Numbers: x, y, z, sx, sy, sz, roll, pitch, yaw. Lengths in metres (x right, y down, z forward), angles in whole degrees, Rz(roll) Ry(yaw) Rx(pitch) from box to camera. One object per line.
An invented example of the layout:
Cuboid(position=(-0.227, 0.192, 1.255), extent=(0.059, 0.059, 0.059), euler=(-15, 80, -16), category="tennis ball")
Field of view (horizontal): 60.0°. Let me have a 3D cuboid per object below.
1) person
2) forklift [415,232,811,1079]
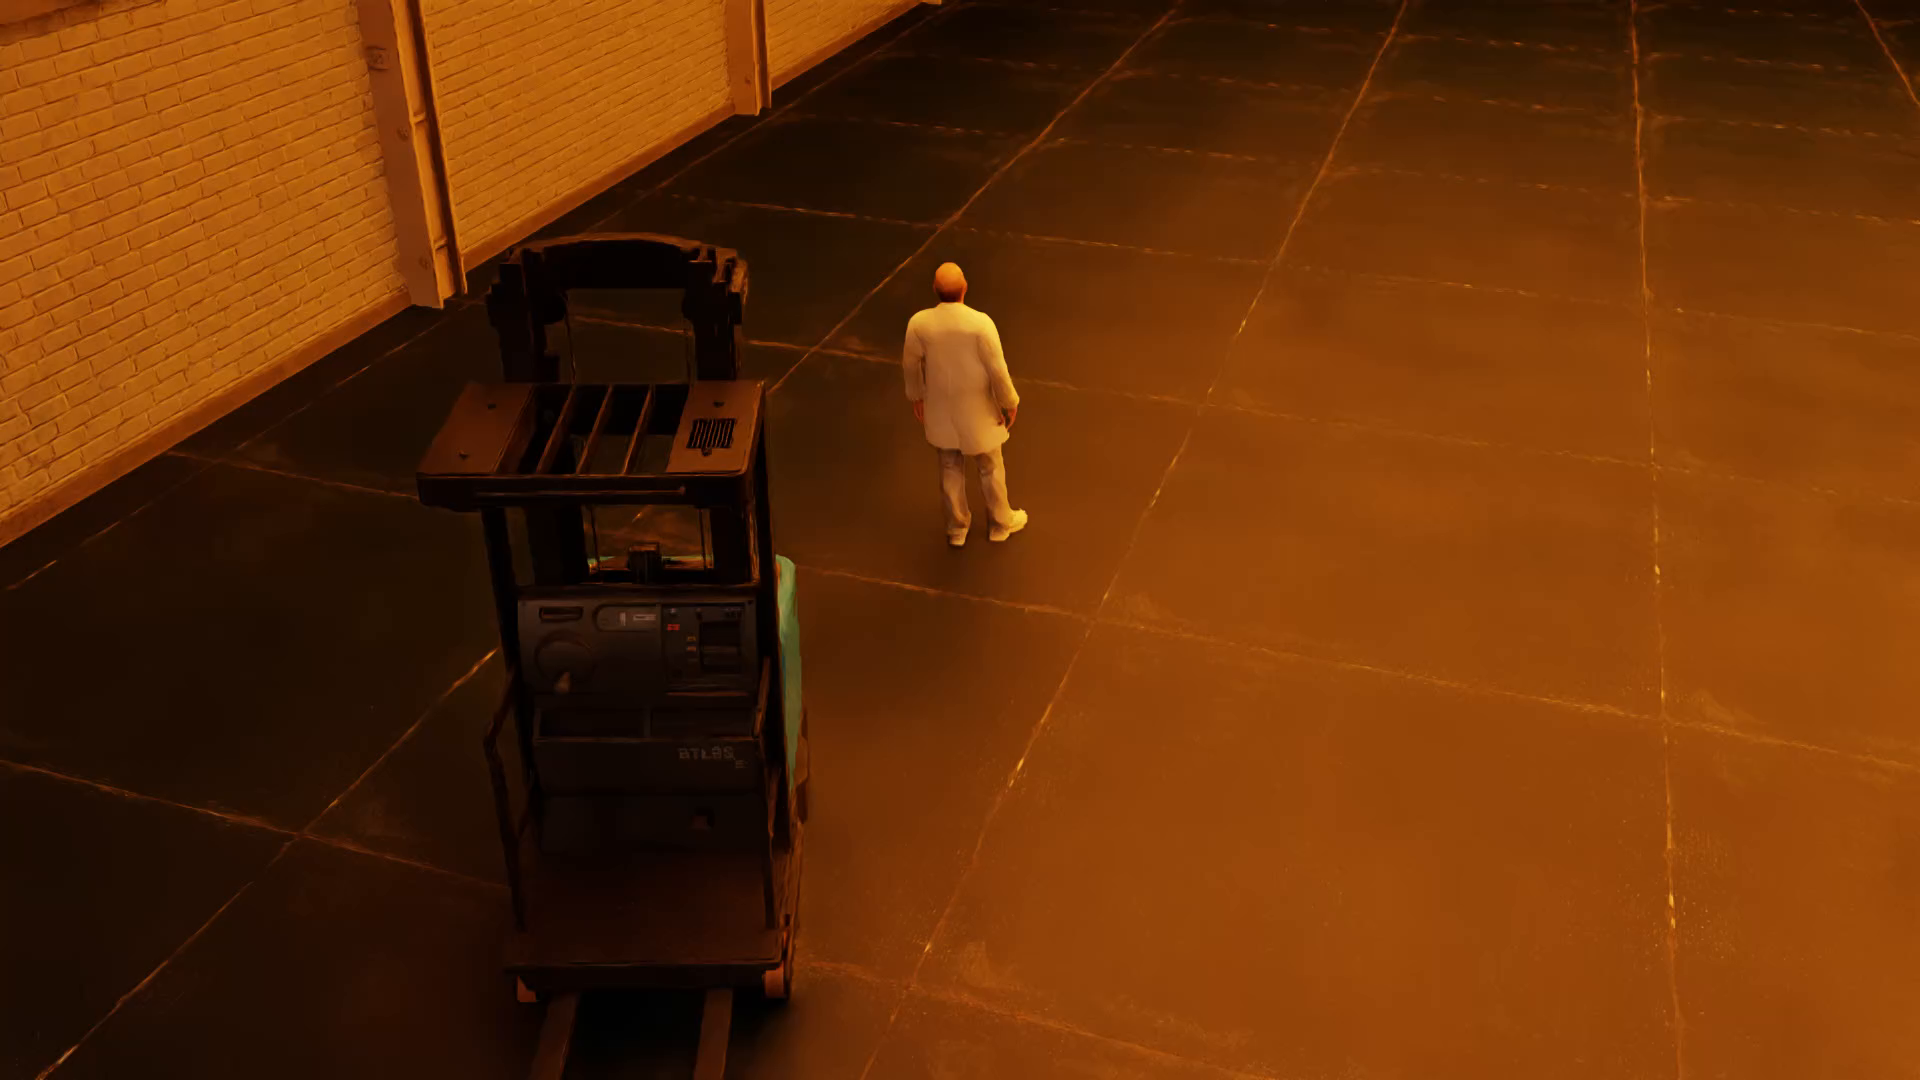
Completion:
Cuboid(position=(0.034, -0.820, 9.726), extent=(0.694, 1.776, 0.579), euler=(10, 31, 16), category="person")
Cuboid(position=(-1.254, 0.455, 6.338), extent=(1.130, 2.935, 3.031), euler=(-1, 30, -1), category="forklift")
